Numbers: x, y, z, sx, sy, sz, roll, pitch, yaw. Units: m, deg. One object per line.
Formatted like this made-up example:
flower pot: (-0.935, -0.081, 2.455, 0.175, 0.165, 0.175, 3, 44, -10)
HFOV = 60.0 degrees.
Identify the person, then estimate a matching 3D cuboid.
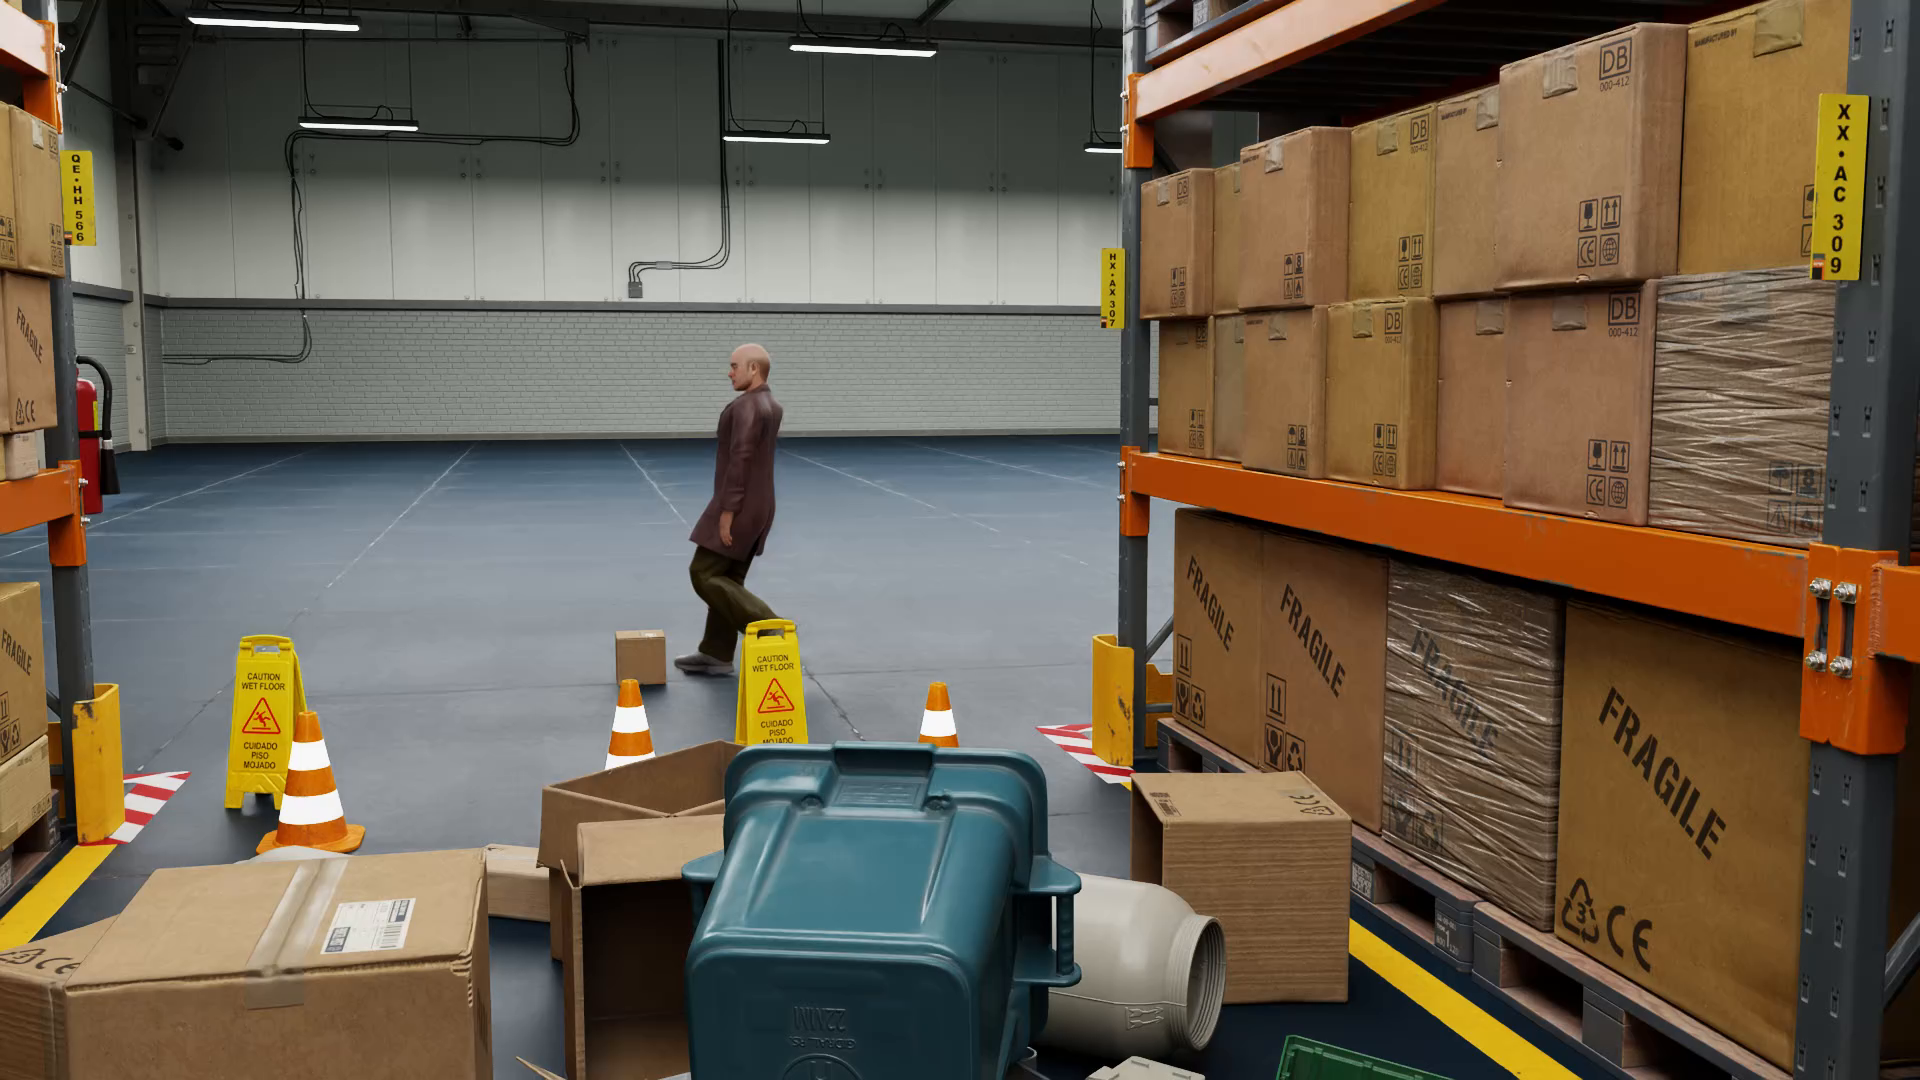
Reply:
person: (-1.222, -0.056, 8.838, 0.722, 1.559, 0.654, 1, 6, 10)
